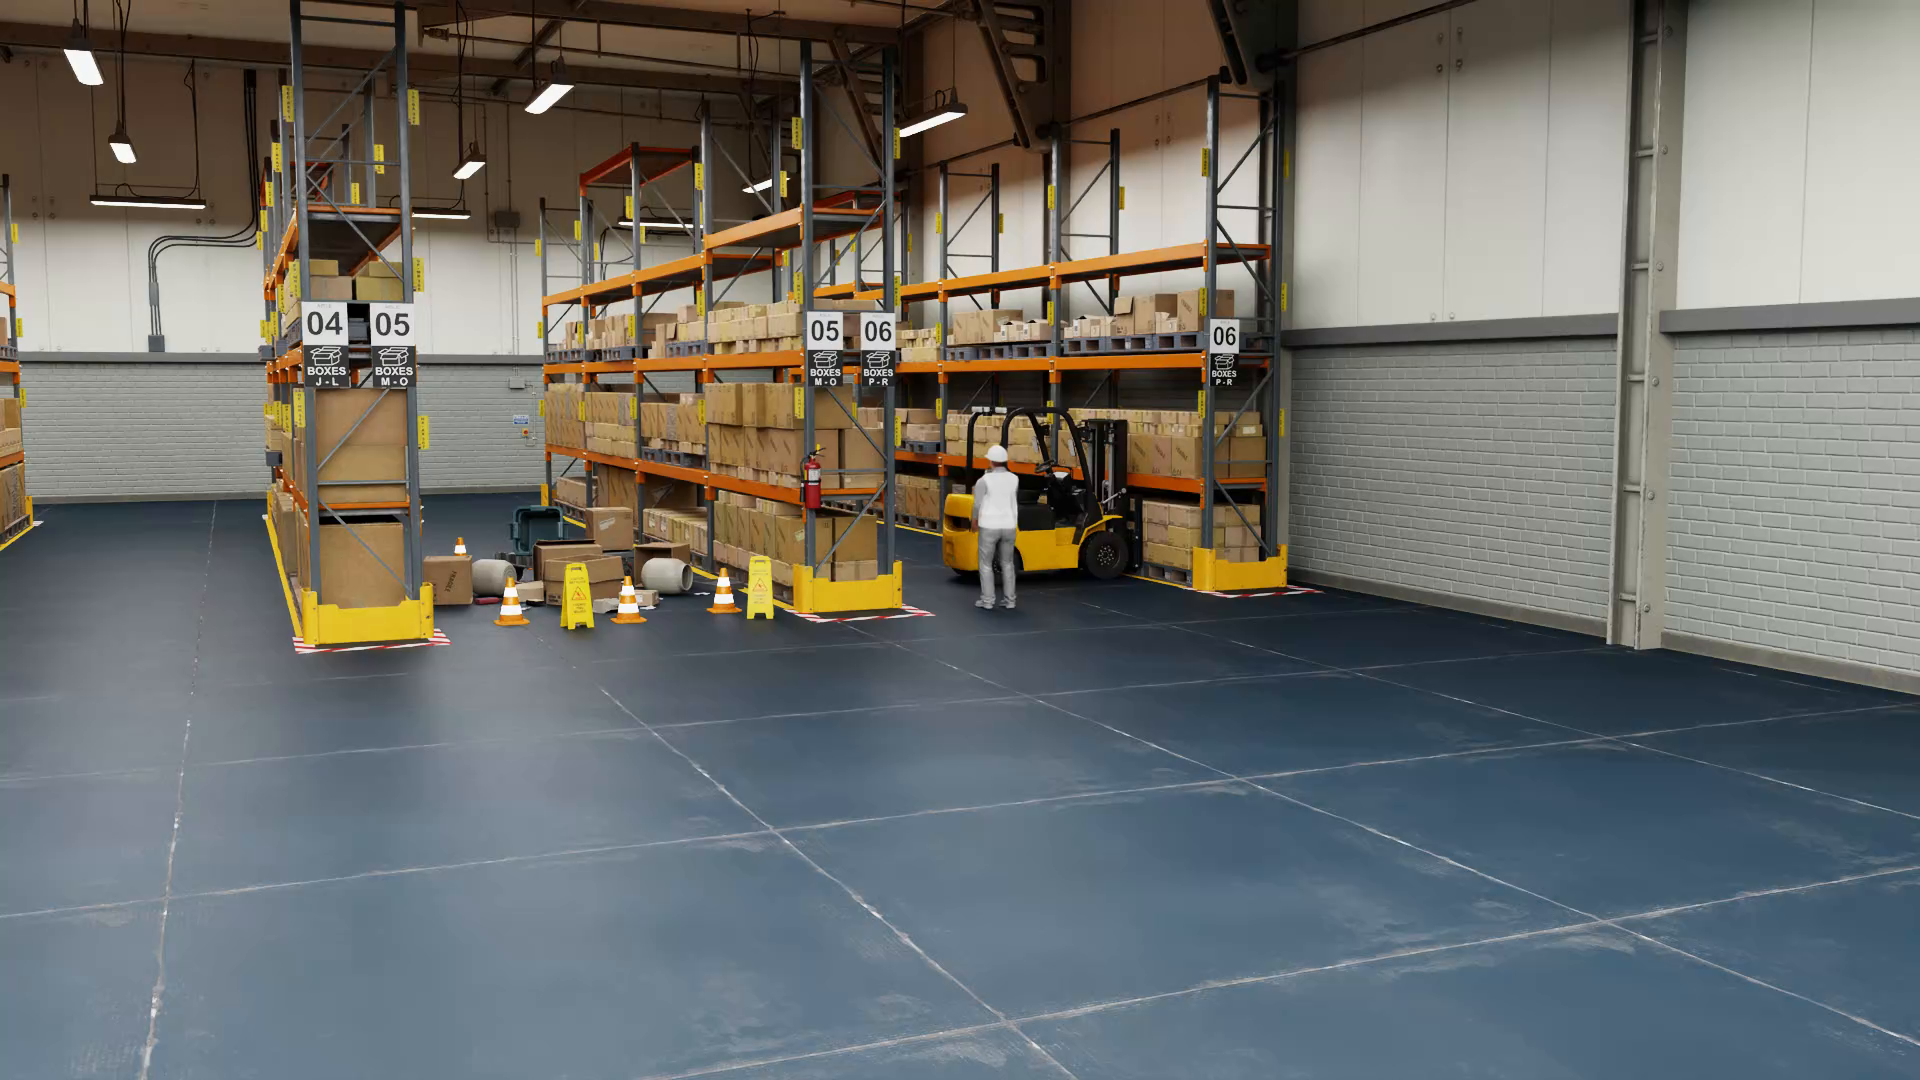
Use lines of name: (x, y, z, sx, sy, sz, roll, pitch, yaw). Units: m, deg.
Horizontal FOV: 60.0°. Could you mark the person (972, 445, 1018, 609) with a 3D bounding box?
person: (0.371, -0.147, 18.141, 0.532, 1.779, 0.522, -2, 6, -24)
